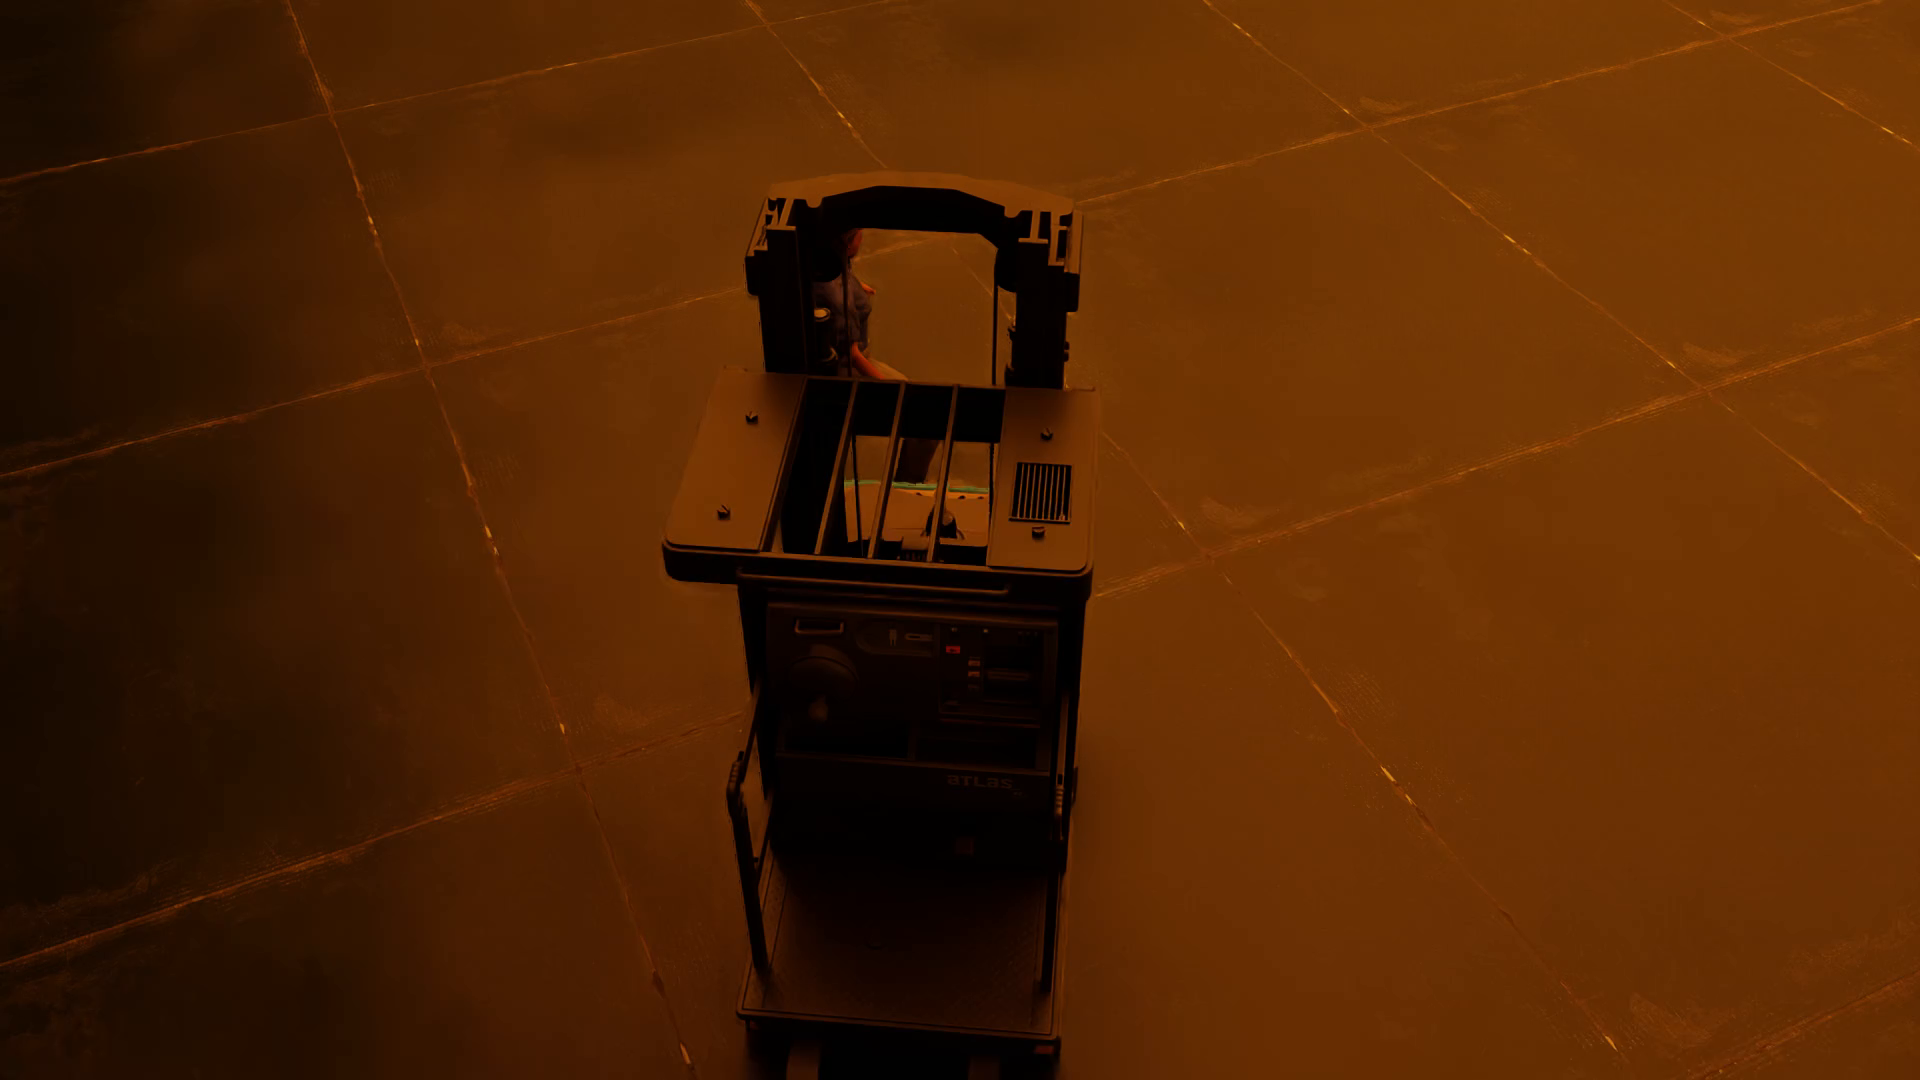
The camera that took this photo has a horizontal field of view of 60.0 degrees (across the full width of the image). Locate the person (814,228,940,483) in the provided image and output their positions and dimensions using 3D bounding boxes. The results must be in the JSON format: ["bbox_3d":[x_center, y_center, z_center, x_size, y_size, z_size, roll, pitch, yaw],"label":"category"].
[{"bbox_3d":[-0.518,-0.870,7.681,0.691,1.536,0.878,-15,45,-15],"label":"person"}]

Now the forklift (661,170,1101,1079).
[{"bbox_3d":[-0.173,0.495,5.149,1.130,2.935,3.031,4,43,4],"label":"forklift"}]
